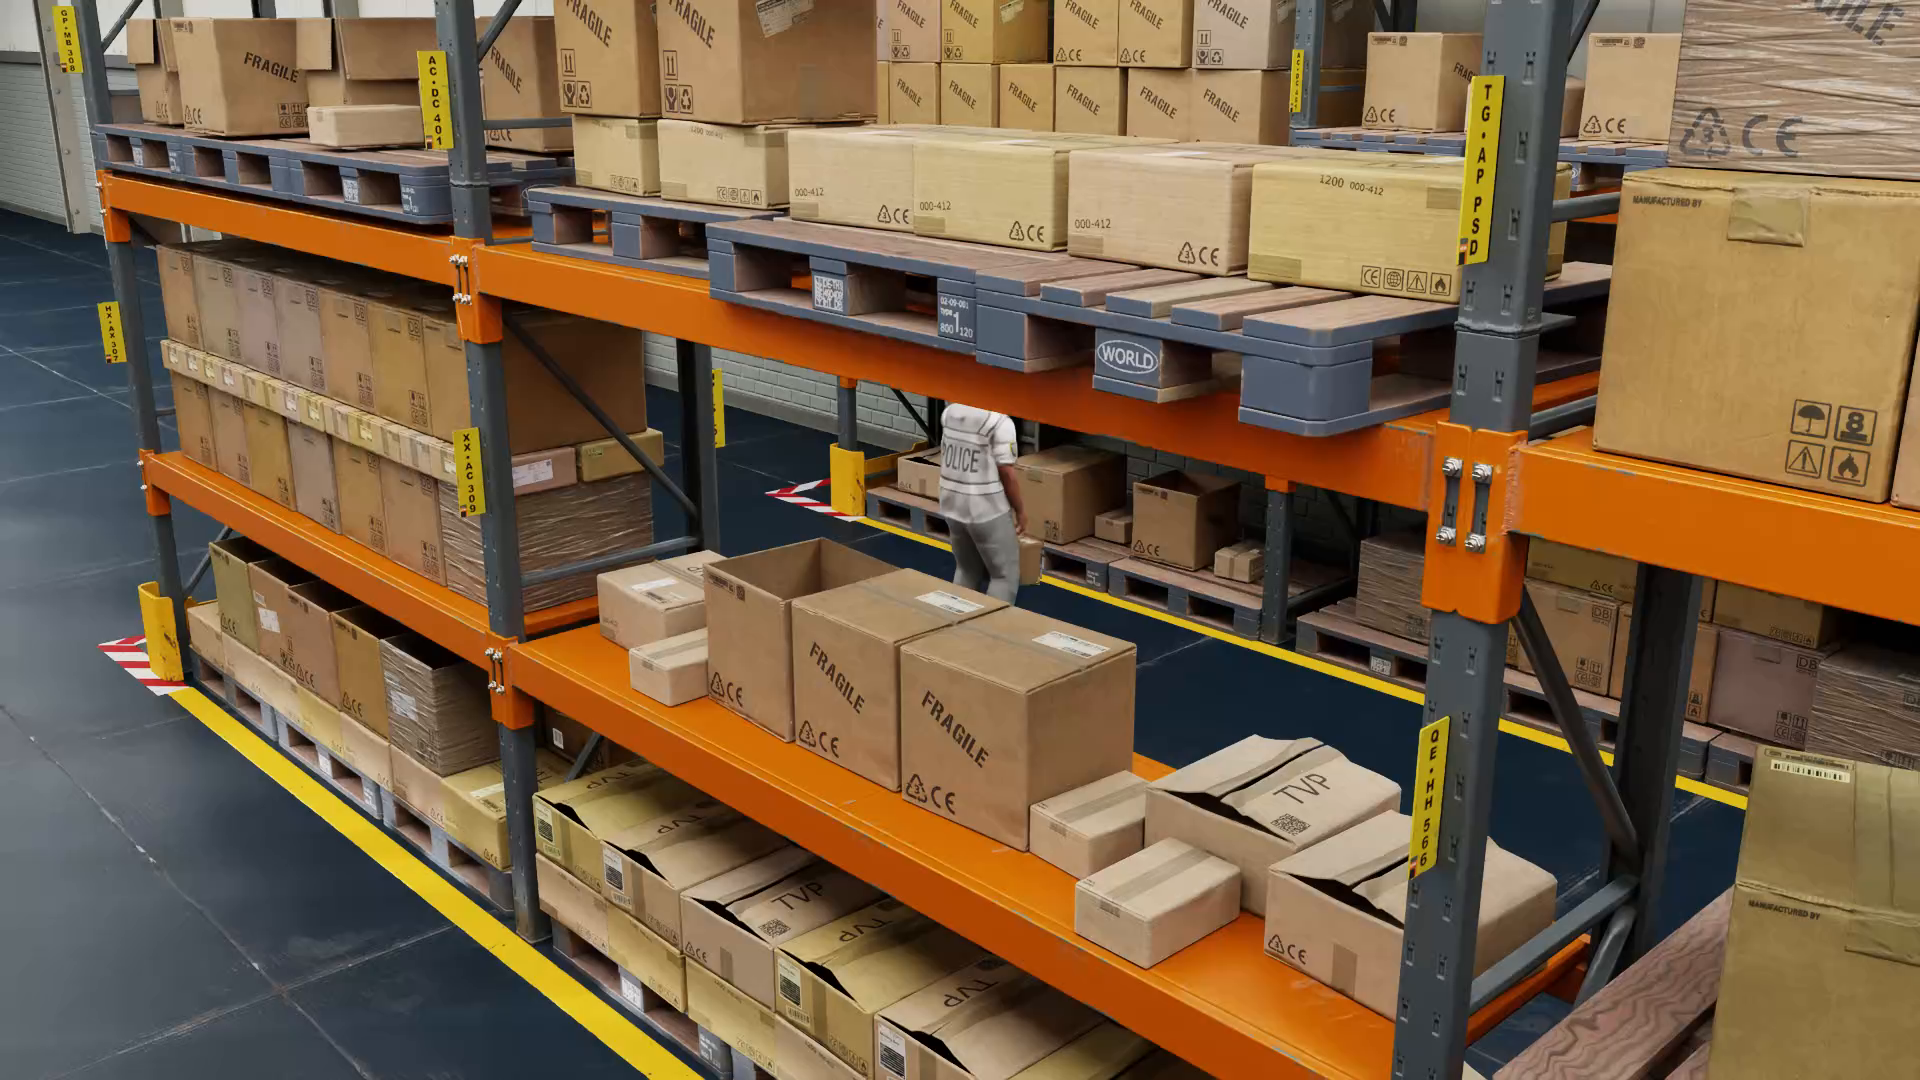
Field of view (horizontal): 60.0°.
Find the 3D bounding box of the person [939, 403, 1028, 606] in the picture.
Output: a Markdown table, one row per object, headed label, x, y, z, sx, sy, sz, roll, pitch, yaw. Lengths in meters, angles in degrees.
| label | x | y | z | sx | sy | sz | roll | pitch | yaw |
| --- | --- | --- | --- | --- | --- | --- | --- | --- | --- |
| person | 0.120 | -0.176 | 9.590 | 0.434 | 1.756 | 0.560 | -16 | 24 | -42 |
